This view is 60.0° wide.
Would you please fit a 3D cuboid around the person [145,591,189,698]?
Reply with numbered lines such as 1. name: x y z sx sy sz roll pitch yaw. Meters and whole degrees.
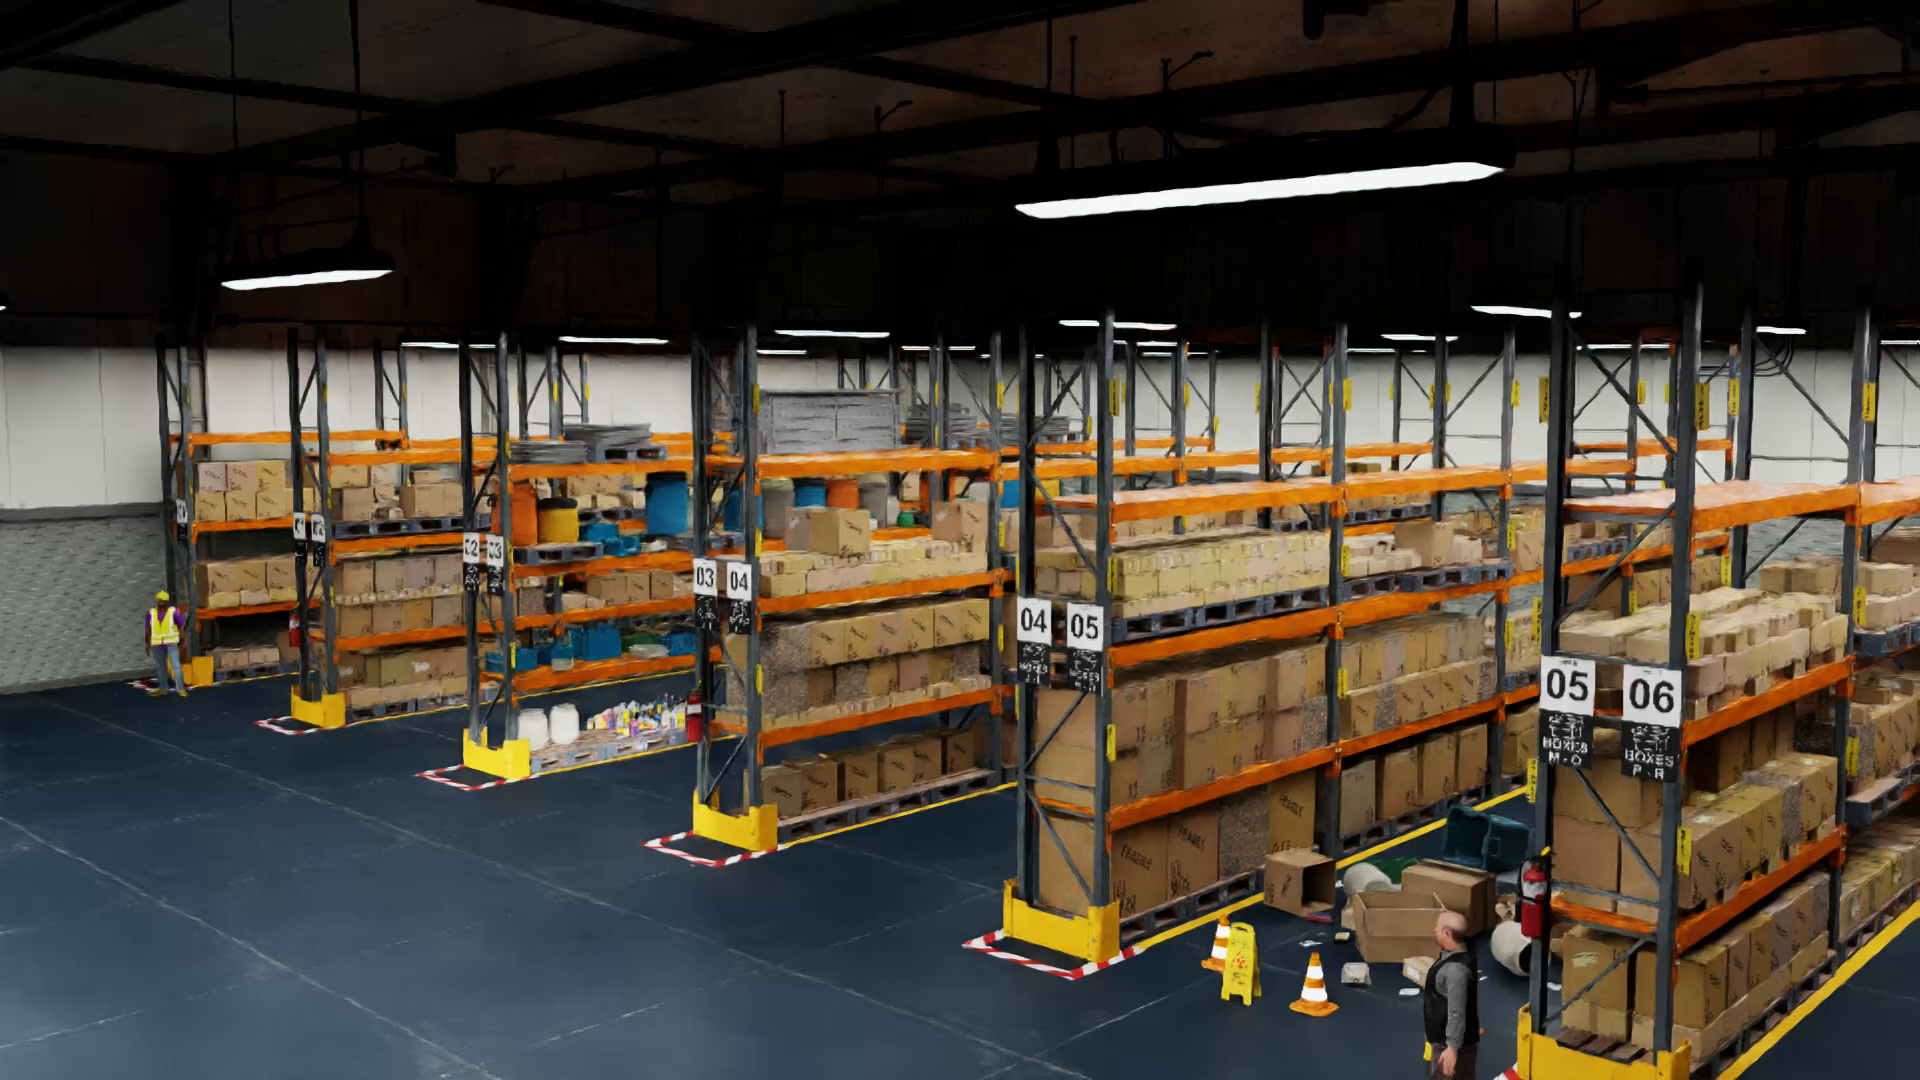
1. person: -13.043 1.708 27.354 0.743 1.755 0.568 -1 5 -8

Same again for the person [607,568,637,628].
1. person: -6.633 1.302 32.437 0.461 1.626 0.999 5 7 42

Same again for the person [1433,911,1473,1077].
1. person: 3.301 3.298 10.924 0.534 1.713 0.629 2 6 17
